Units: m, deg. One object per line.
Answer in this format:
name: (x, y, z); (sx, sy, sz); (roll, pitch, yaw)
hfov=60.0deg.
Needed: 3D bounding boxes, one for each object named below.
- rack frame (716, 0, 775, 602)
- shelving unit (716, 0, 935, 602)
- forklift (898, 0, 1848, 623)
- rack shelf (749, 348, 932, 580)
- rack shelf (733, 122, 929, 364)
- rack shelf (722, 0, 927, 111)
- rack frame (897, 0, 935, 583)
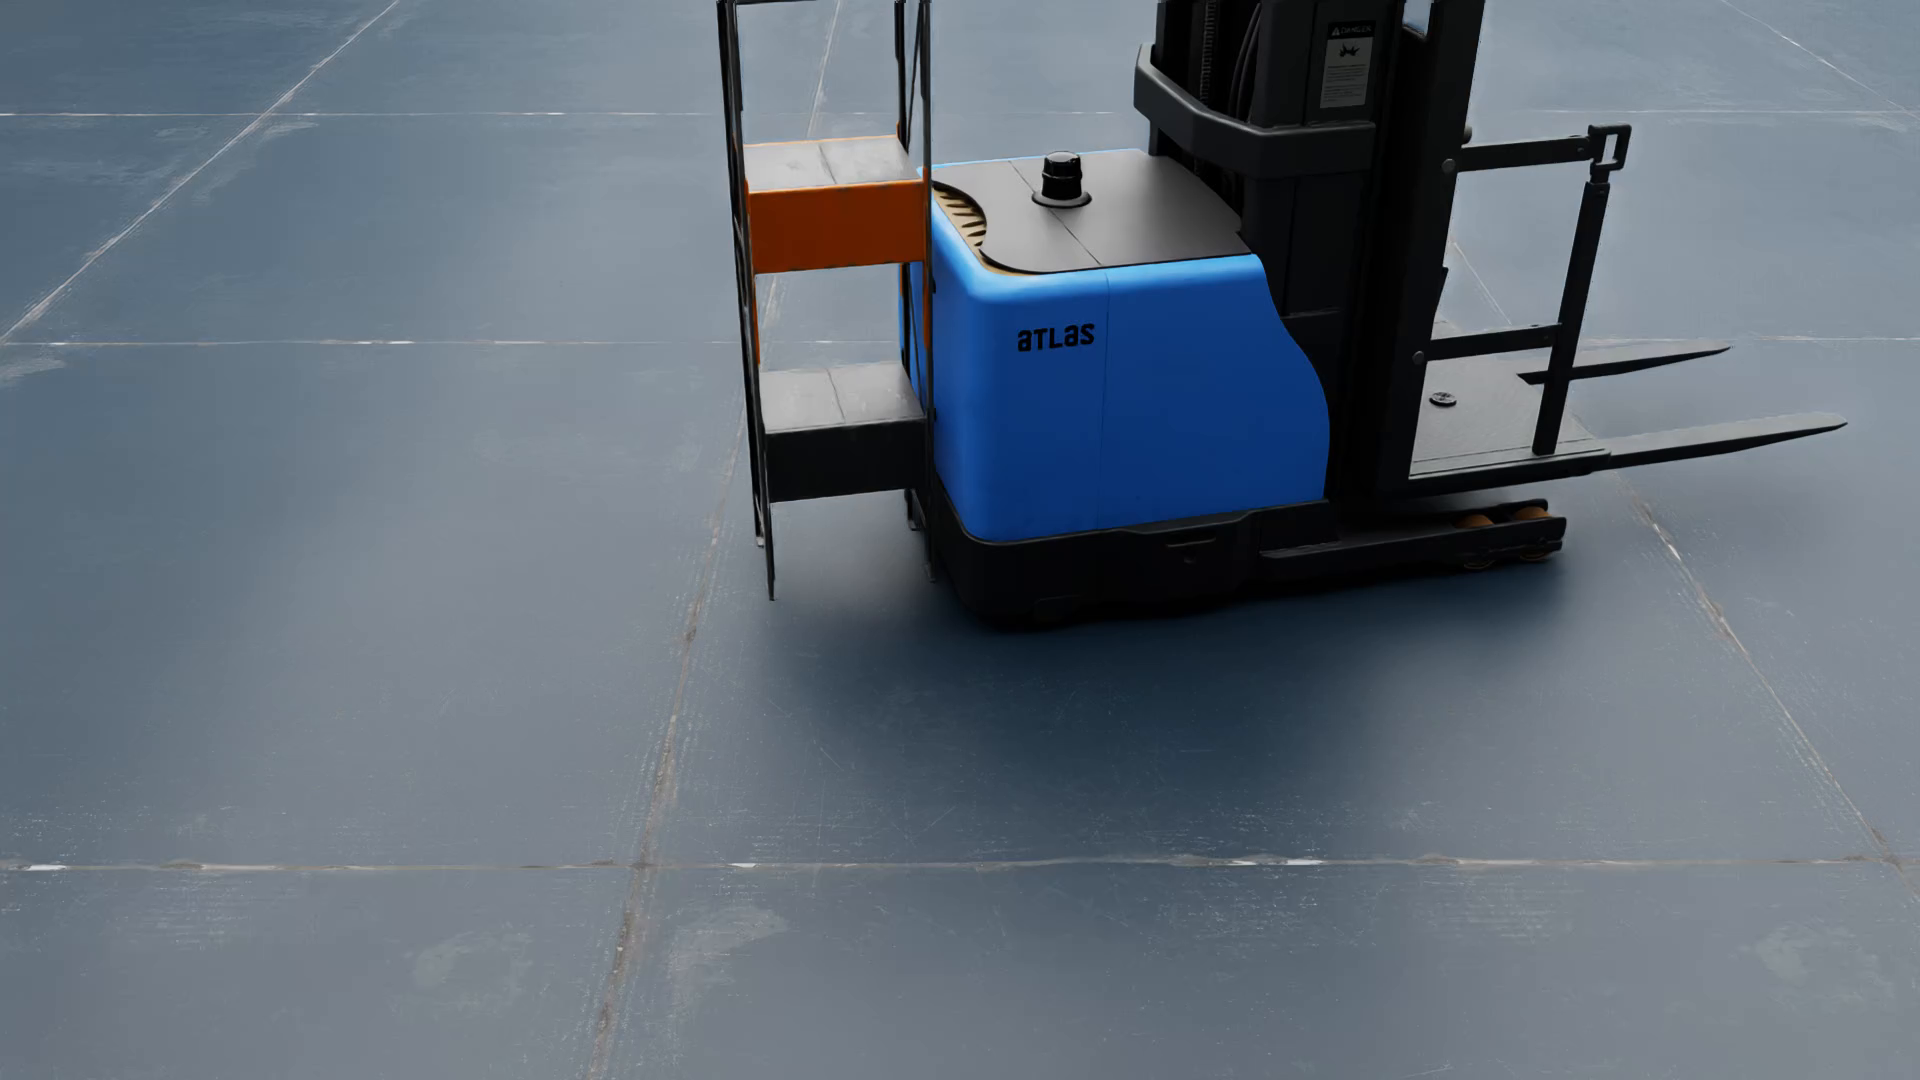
rack frame: (-0.601, -0.816, 4.571); (0.015, 2.100, 0.400); (-6, 32, -10)
shelving unit: (-0.362, -0.843, 4.615); (0.503, 2.100, 0.431); (-6, 32, -10)
forklift: (1.368, -1.420, 4.765); (3.031, 2.935, 1.130); (-8, 32, -12)
rack shelf: (-0.362, -0.233, 4.985); (0.480, 0.518, 0.431); (-6, 32, -10)
rack shelf: (-0.362, -0.831, 4.622); (0.480, 0.518, 0.431); (-6, 32, -10)
rack shelf: (-0.362, -1.430, 4.259); (0.480, 0.518, 0.431); (-6, 32, -10)
rack frame: (-0.124, -0.869, 4.658); (0.015, 2.100, 0.400); (-6, 32, -10)
